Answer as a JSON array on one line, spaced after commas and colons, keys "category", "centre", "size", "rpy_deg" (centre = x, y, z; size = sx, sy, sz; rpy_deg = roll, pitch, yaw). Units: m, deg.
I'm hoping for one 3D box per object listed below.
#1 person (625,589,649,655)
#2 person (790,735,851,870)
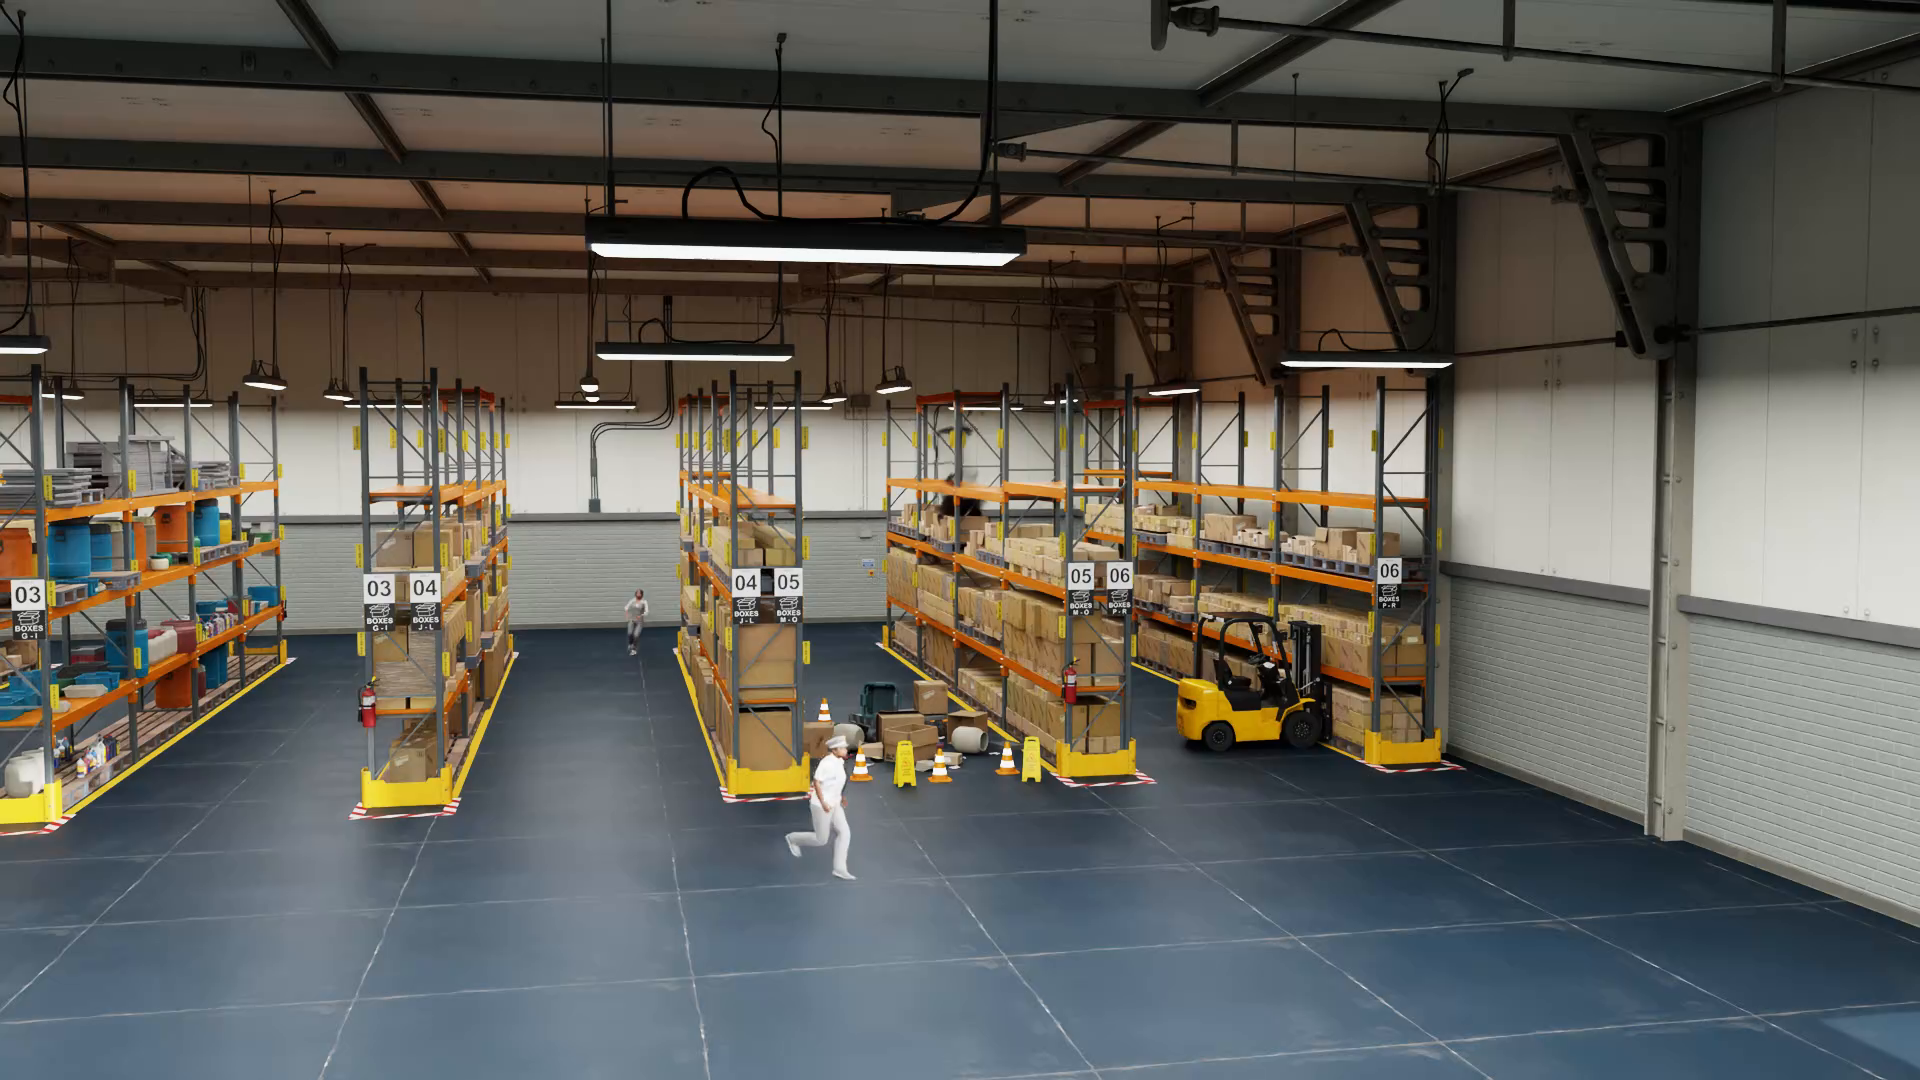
[{"category": "person", "centre": [-7.566, 1.919, 38.902], "size": [0.567, 1.545, 0.482], "rpy_deg": [0, 3, -4]}, {"category": "person", "centre": [-1.607, 3.008, 19.155], "size": [0.708, 1.567, 0.579], "rpy_deg": [1, 4, 23]}]
